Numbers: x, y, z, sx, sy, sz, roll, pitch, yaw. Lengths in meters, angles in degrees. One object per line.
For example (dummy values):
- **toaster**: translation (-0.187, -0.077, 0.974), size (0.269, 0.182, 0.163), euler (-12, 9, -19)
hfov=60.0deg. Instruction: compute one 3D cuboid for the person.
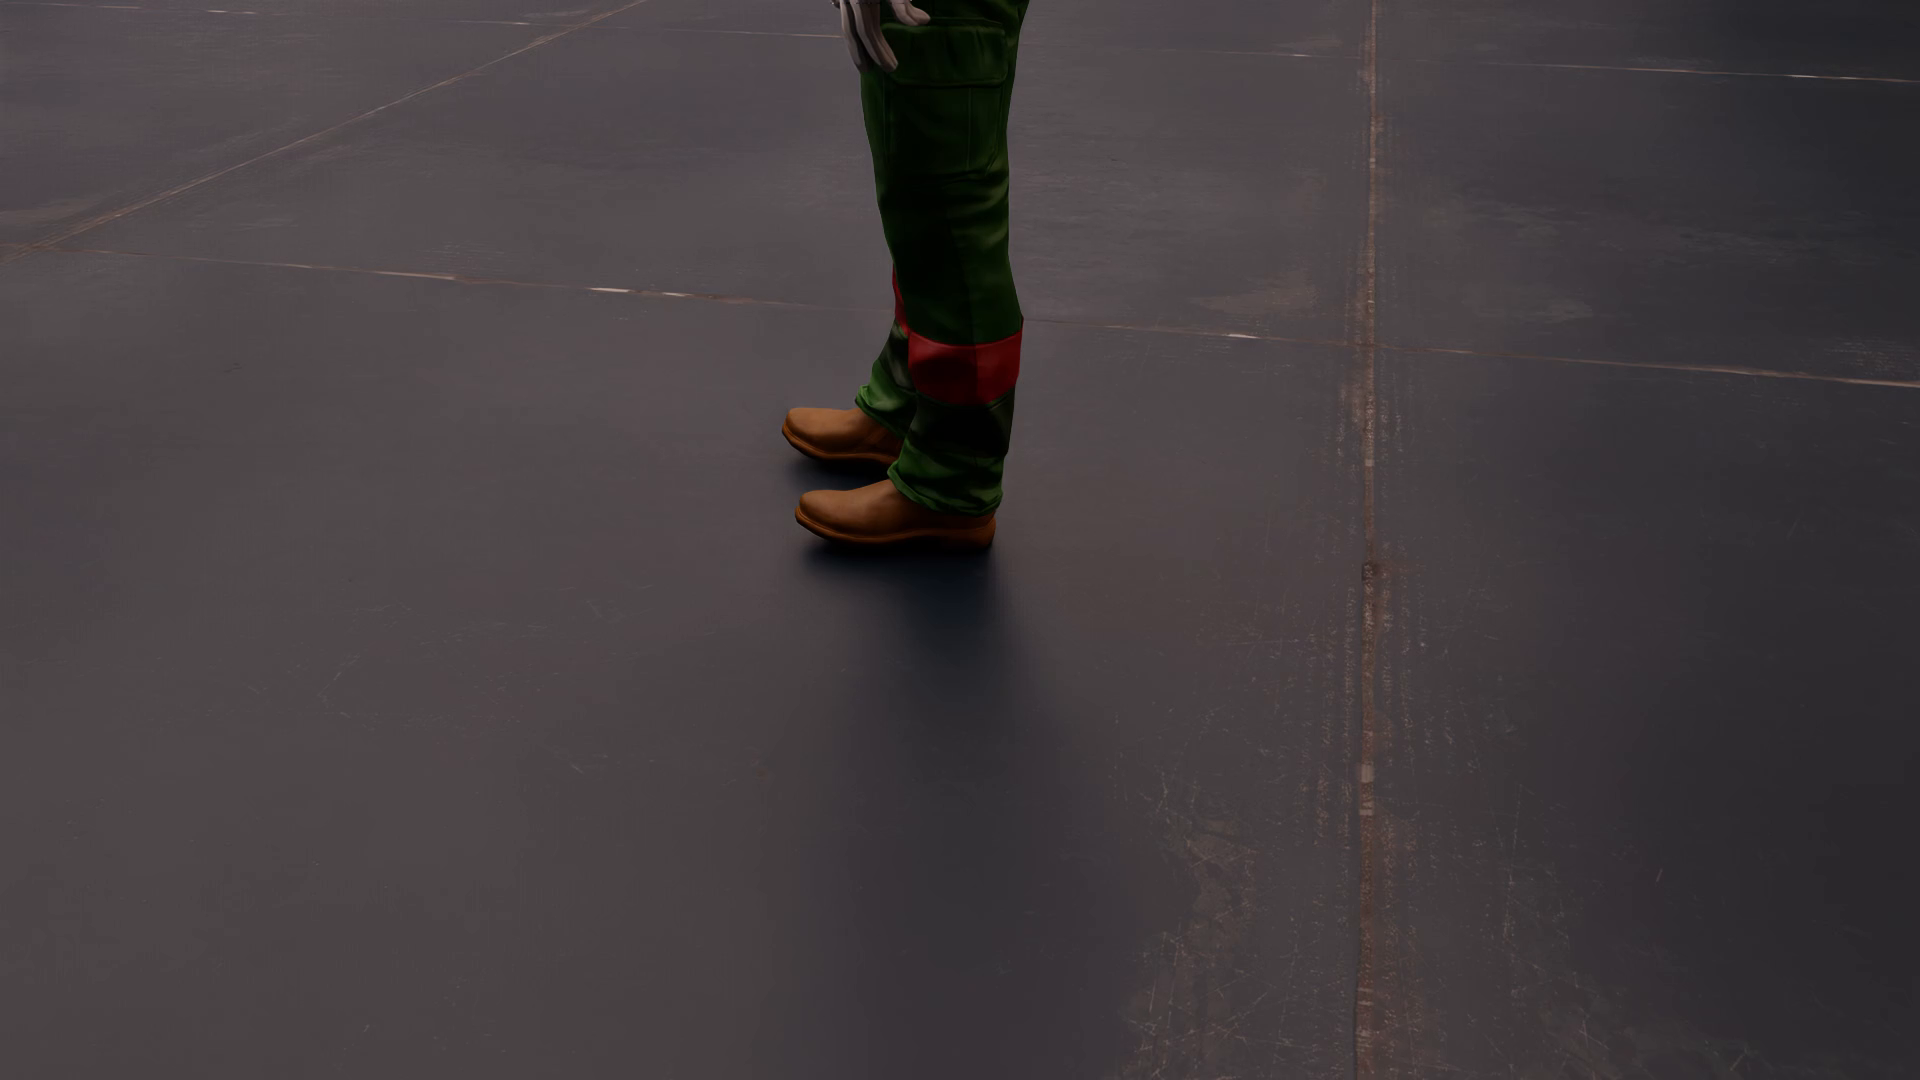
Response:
- **person**: translation (-0.077, -0.818, 2.119), size (0.562, 1.789, 0.638), euler (6, 27, 11)
